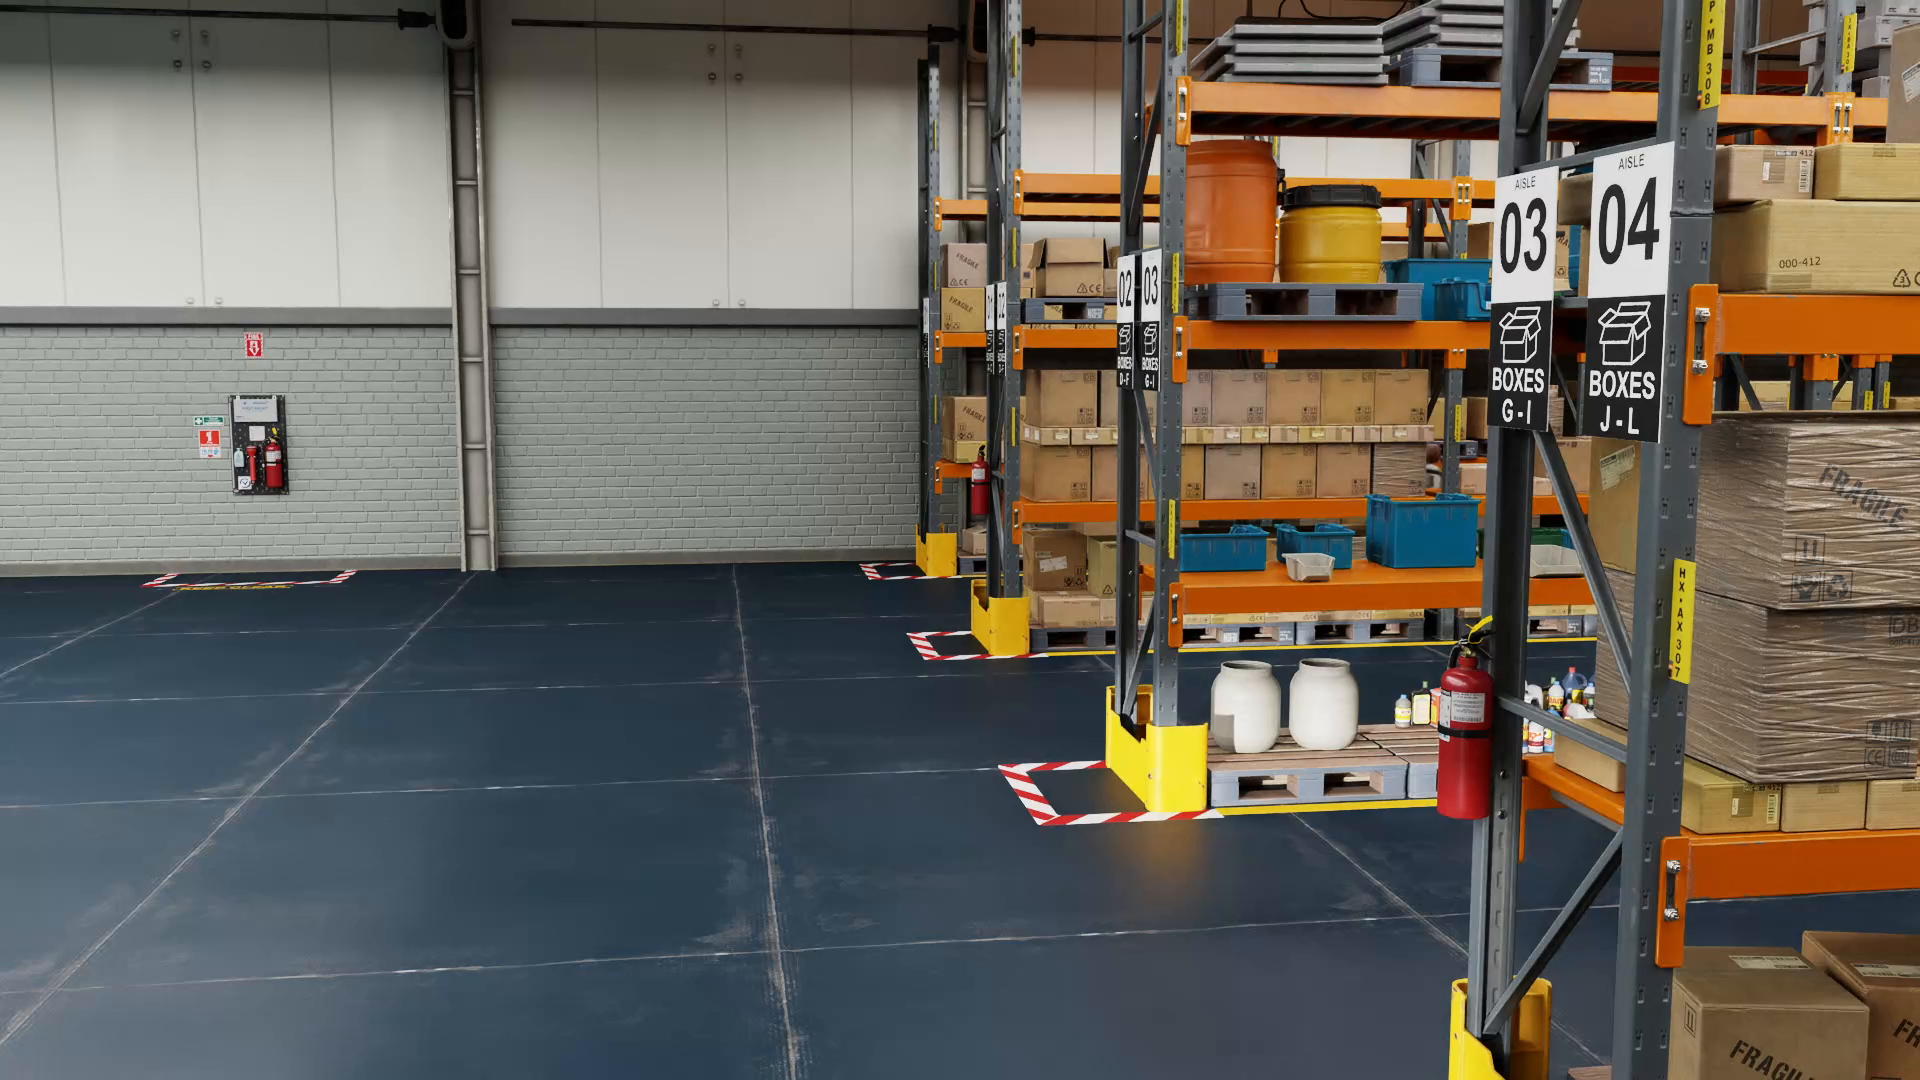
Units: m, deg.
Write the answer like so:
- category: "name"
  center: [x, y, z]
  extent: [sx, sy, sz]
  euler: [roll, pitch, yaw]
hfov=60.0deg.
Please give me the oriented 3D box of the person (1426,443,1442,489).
- category: "person"
  center: [5.075, -0.253, 17.949]
  extent: [0.433, 1.594, 0.427]
  euler: [-2, 7, -20]
